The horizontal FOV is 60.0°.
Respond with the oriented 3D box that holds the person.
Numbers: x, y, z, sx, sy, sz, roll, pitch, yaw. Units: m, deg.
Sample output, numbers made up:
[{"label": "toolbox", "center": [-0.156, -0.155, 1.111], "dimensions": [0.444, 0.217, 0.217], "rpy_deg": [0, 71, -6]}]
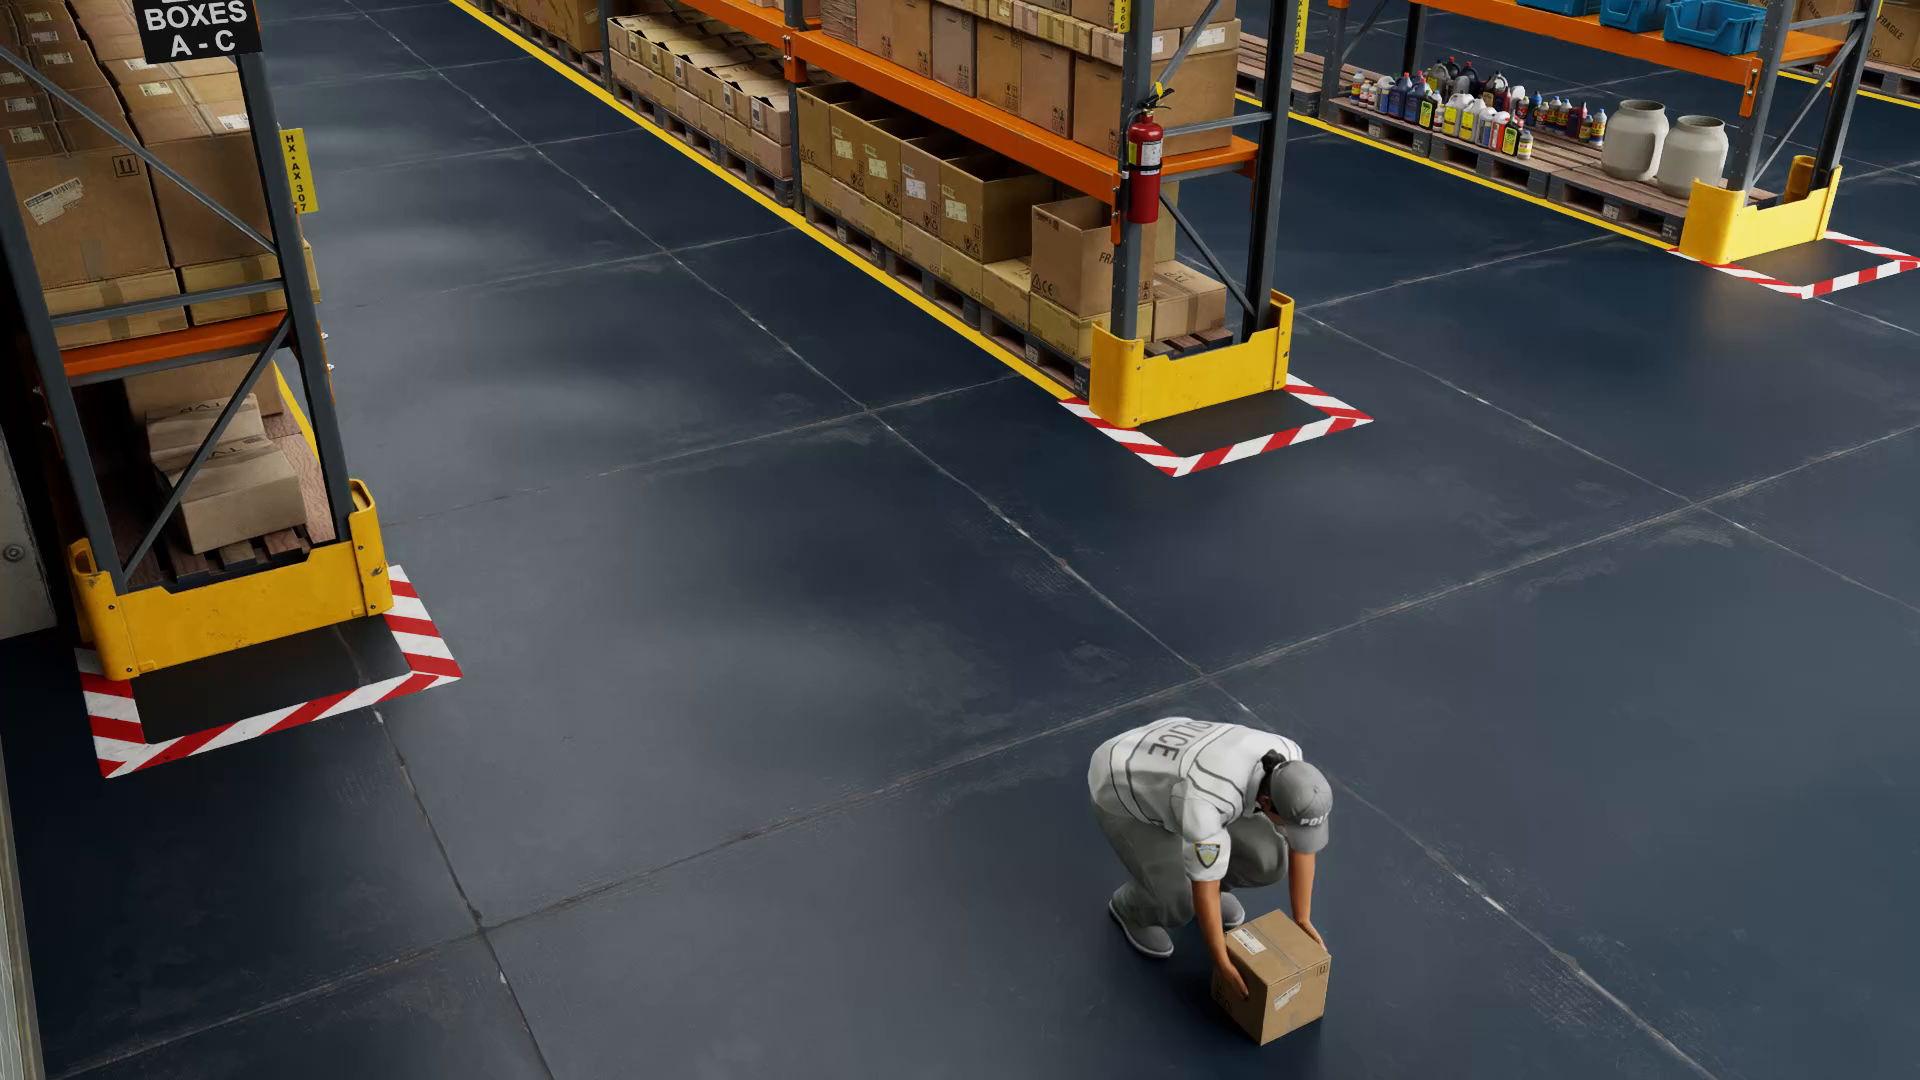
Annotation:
[{"label": "person", "center": [0.788, 0.922, 5.276], "dimensions": [0.522, 0.890, 0.861], "rpy_deg": [-16, 33, -26]}]
